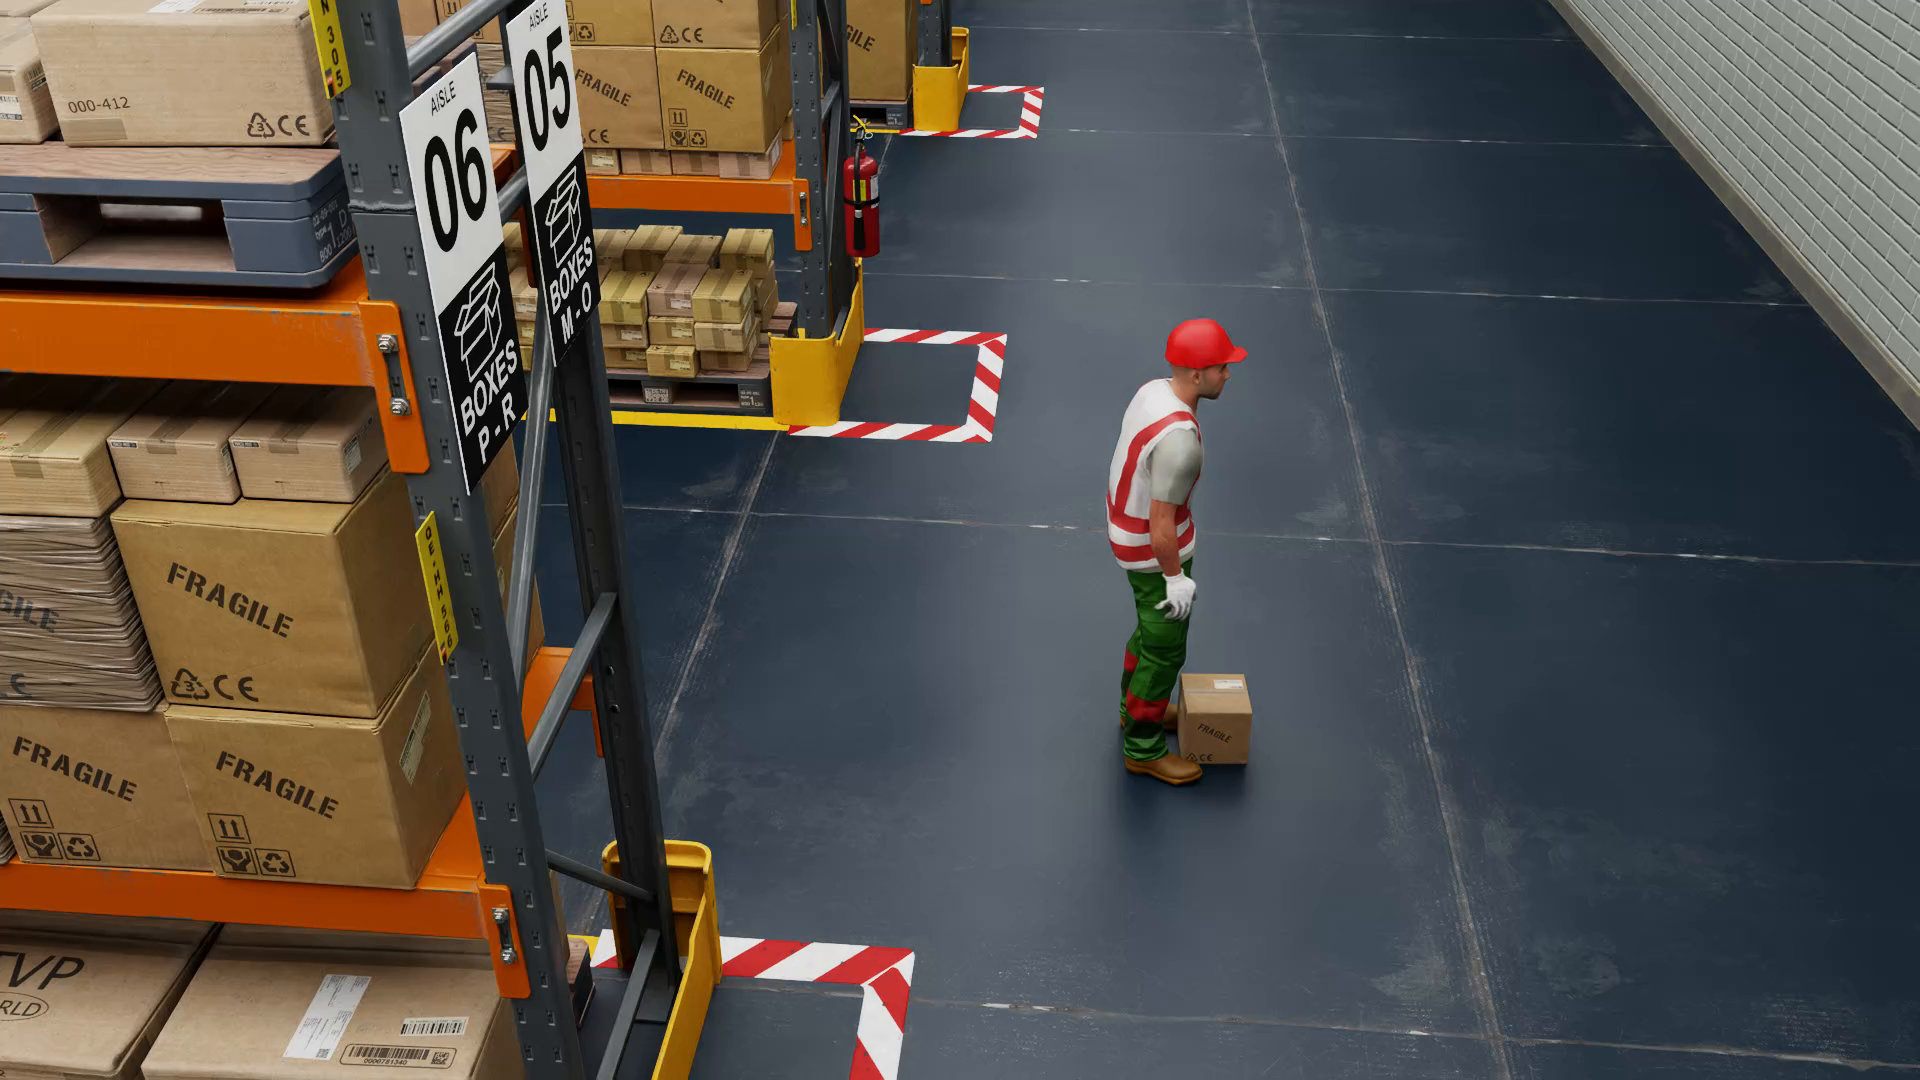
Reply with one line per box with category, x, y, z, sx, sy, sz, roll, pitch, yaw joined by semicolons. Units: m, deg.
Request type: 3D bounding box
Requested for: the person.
person;0.757;0.037;6.061;0.450;1.778;0.604;2;32;3
